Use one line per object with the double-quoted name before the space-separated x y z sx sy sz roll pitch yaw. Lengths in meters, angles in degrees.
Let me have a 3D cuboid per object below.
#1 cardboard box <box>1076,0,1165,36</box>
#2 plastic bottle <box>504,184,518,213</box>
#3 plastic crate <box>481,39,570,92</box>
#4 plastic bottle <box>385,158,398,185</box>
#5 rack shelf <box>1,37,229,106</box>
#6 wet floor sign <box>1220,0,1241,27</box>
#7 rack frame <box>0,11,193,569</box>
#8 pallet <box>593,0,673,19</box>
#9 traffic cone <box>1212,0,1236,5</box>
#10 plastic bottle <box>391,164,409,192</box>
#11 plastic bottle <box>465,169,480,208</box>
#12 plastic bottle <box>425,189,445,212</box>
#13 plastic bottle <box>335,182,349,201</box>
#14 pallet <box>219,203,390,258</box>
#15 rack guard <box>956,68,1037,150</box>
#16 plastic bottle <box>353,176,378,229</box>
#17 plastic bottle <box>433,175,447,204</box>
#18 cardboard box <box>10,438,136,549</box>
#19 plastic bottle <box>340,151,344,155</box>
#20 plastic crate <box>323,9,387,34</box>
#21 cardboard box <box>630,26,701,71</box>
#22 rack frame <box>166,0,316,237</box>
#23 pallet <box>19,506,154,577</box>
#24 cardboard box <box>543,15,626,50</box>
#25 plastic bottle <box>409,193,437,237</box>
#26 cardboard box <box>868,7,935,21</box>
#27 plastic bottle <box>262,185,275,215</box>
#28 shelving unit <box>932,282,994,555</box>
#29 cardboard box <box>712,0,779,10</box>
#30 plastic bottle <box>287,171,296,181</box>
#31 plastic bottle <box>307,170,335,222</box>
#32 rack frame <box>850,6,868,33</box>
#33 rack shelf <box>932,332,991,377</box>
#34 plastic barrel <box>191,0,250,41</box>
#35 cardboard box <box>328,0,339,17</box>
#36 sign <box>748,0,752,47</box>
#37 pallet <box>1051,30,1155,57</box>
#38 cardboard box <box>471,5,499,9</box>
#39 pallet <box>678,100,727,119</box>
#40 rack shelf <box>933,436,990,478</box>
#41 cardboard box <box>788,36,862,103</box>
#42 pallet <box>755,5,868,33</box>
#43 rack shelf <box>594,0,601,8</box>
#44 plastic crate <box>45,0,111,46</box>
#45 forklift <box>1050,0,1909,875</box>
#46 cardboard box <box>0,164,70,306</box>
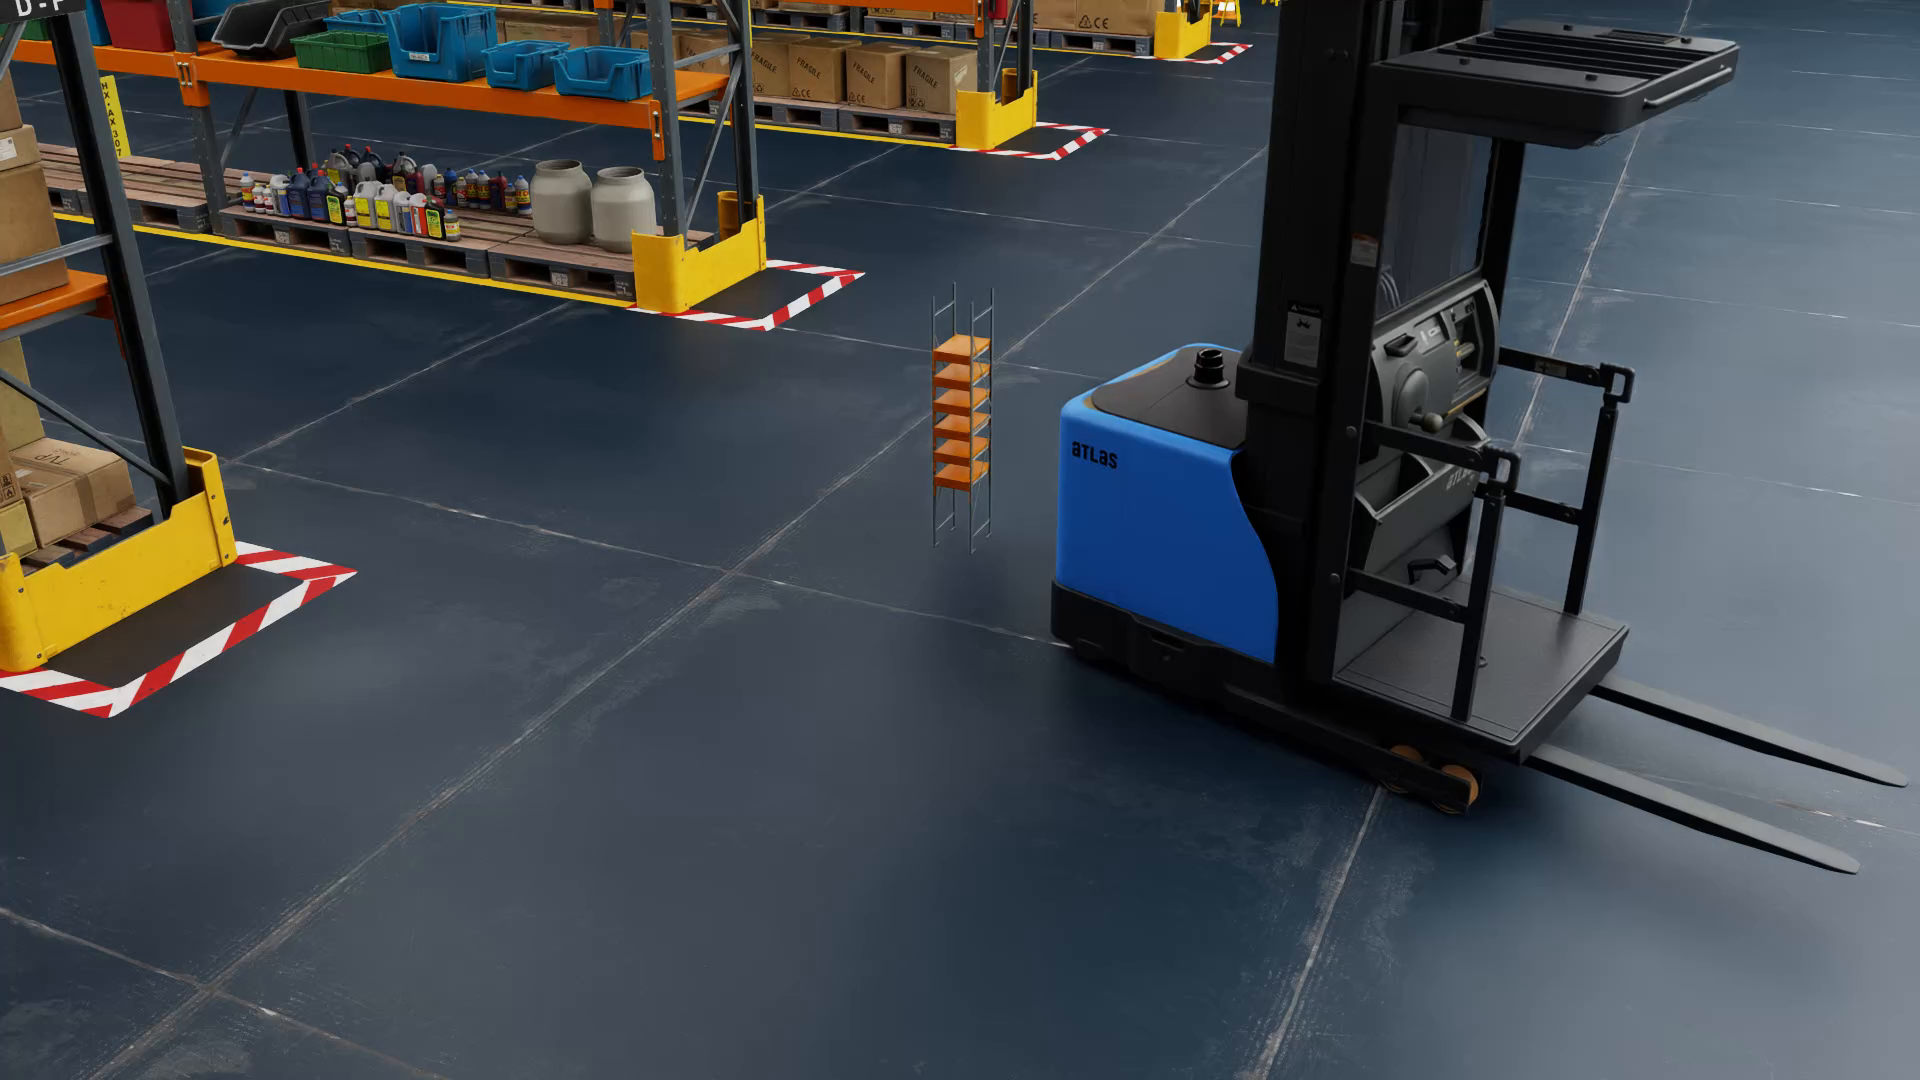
"cardboard box" 1.912 -6.365 19.213 0.875 0.875 0.875 12 28 22
"plastic bottle" -3.255 -2.483 12.068 0.097 0.201 0.097 0 26 0
"plastic crate" -2.807 -3.091 10.801 0.408 0.251 0.499 11 28 22
"plastic bottle" -4.235 -2.726 12.467 0.133 0.283 0.061 13 29 25
"rack shelf" -7.101 -3.840 12.968 4.000 0.370 1.077 11 28 22
"wet floor sign" 3.402 -6.767 20.765 0.232 0.644 0.267 6 27 13
"rack frame" -3.693 -1.074 6.536 0.127 3.000 1.000 11 28 22
"pallet" -4.040 -7.070 21.871 1.213 0.211 1.003 11 28 22
"traffic cone" 3.588 -7.463 22.385 0.334 0.463 0.336 11 28 22
"plastic bottle" -4.125 -2.634 12.280 0.133 0.283 0.061 11 28 22
"plastic bottle" -3.564 -2.577 12.178 0.097 0.271 0.097 0 26 0
"plastic bottle" -3.667 -2.304 11.610 0.133 0.283 0.061 11 28 22
"plastic bottle" -4.396 -2.409 11.839 0.097 0.271 0.097 0 26 0
"pallet" -4.686 -2.406 12.398 1.213 0.211 1.003 11 28 22
"rack guard" 0.342 -3.949 15.206 0.348 0.500 1.175 11 28 22
"plastic bottle" -4.159 -2.379 11.687 0.185 0.351 0.144 11 28 21
"plastic bottle" -3.841 -2.601 12.307 0.097 0.201 0.097 0 26 0
"cardboard box" -4.089 -0.217 7.432 0.500 0.250 0.500 11 28 22
"plastic bottle" -4.706 -2.820 12.659 0.133 0.283 0.061 13 29 24
"plastic crate" -4.161 -3.637 11.909 0.616 0.251 0.499 11 28 22
"cardboard box" -2.883 -4.766 16.389 0.500 0.500 0.500 10 28 20
"rack frame" -5.280 -3.797 12.066 0.127 3.000 1.000 11 28 22
"pallet" -4.406 0.054 7.402 1.213 0.211 1.003 11 28 22
"cardboard box" -3.780 -4.985 16.811 0.500 0.500 0.700 9 28 18
"plastic bottle" -3.711 -2.258 11.525 0.135 0.276 0.152 12 28 22
"cardboard box" -0.541 -6.856 20.210 0.875 0.875 0.875 12 29 23
"plastic bottle" -4.987 -2.467 12.035 0.097 0.201 0.097 0 26 0
"shelving unit" 0.013 -0.536 7.480 0.189 1.200 0.258 11 28 22
"cardboard box" -2.564 -7.199 21.047 0.750 0.750 1.050 11 28 22
"plastic bottle" -4.823 -2.536 12.082 0.133 0.283 0.061 11 28 22
"plastic bottle" -4.546 -2.457 11.845 0.185 0.351 0.144 10 28 20
"rack frame" -1.085 -7.764 20.124 0.127 3.000 1.000 11 28 22
"rack shelf" 0.013 -0.819 7.340 0.180 0.103 0.258 11 28 22
"plastic barrel" -5.507 -4.214 12.346 0.708 0.901 0.600 11 28 22
"cardboard box" -7.491 -5.889 18.246 0.875 0.875 1.225 10 28 19
"sign" -1.407 -3.410 10.967 0.005 0.325 0.100 11 28 22
"pallet" 1.796 -5.897 19.488 1.213 0.211 1.003 11 28 22
"cardboard box" -5.224 -5.284 17.418 0.500 0.500 0.700 14 29 26
"pallet" -2.604 -4.429 16.506 1.213 0.211 1.003 11 28 22
"rack shelf" 0.013 -0.388 7.552 0.180 0.103 0.258 11 28 22
"cardboard box" -1.271 -4.462 15.772 0.500 0.500 0.500 14 30 27
"pallet" -1.819 -6.624 20.965 1.213 0.211 1.003 11 28 22
"rack shelf" -5.051 -5.831 17.013 4.000 0.370 1.077 11 28 22
"plastic crate" -6.413 -3.866 12.225 0.575 0.384 0.392 11 28 22
"forklift" 1.826 -0.623 5.698 3.031 2.935 1.130 20 33 35
"cardboard box" -4.113 -1.210 6.698 0.500 0.500 0.700 11 28 22
